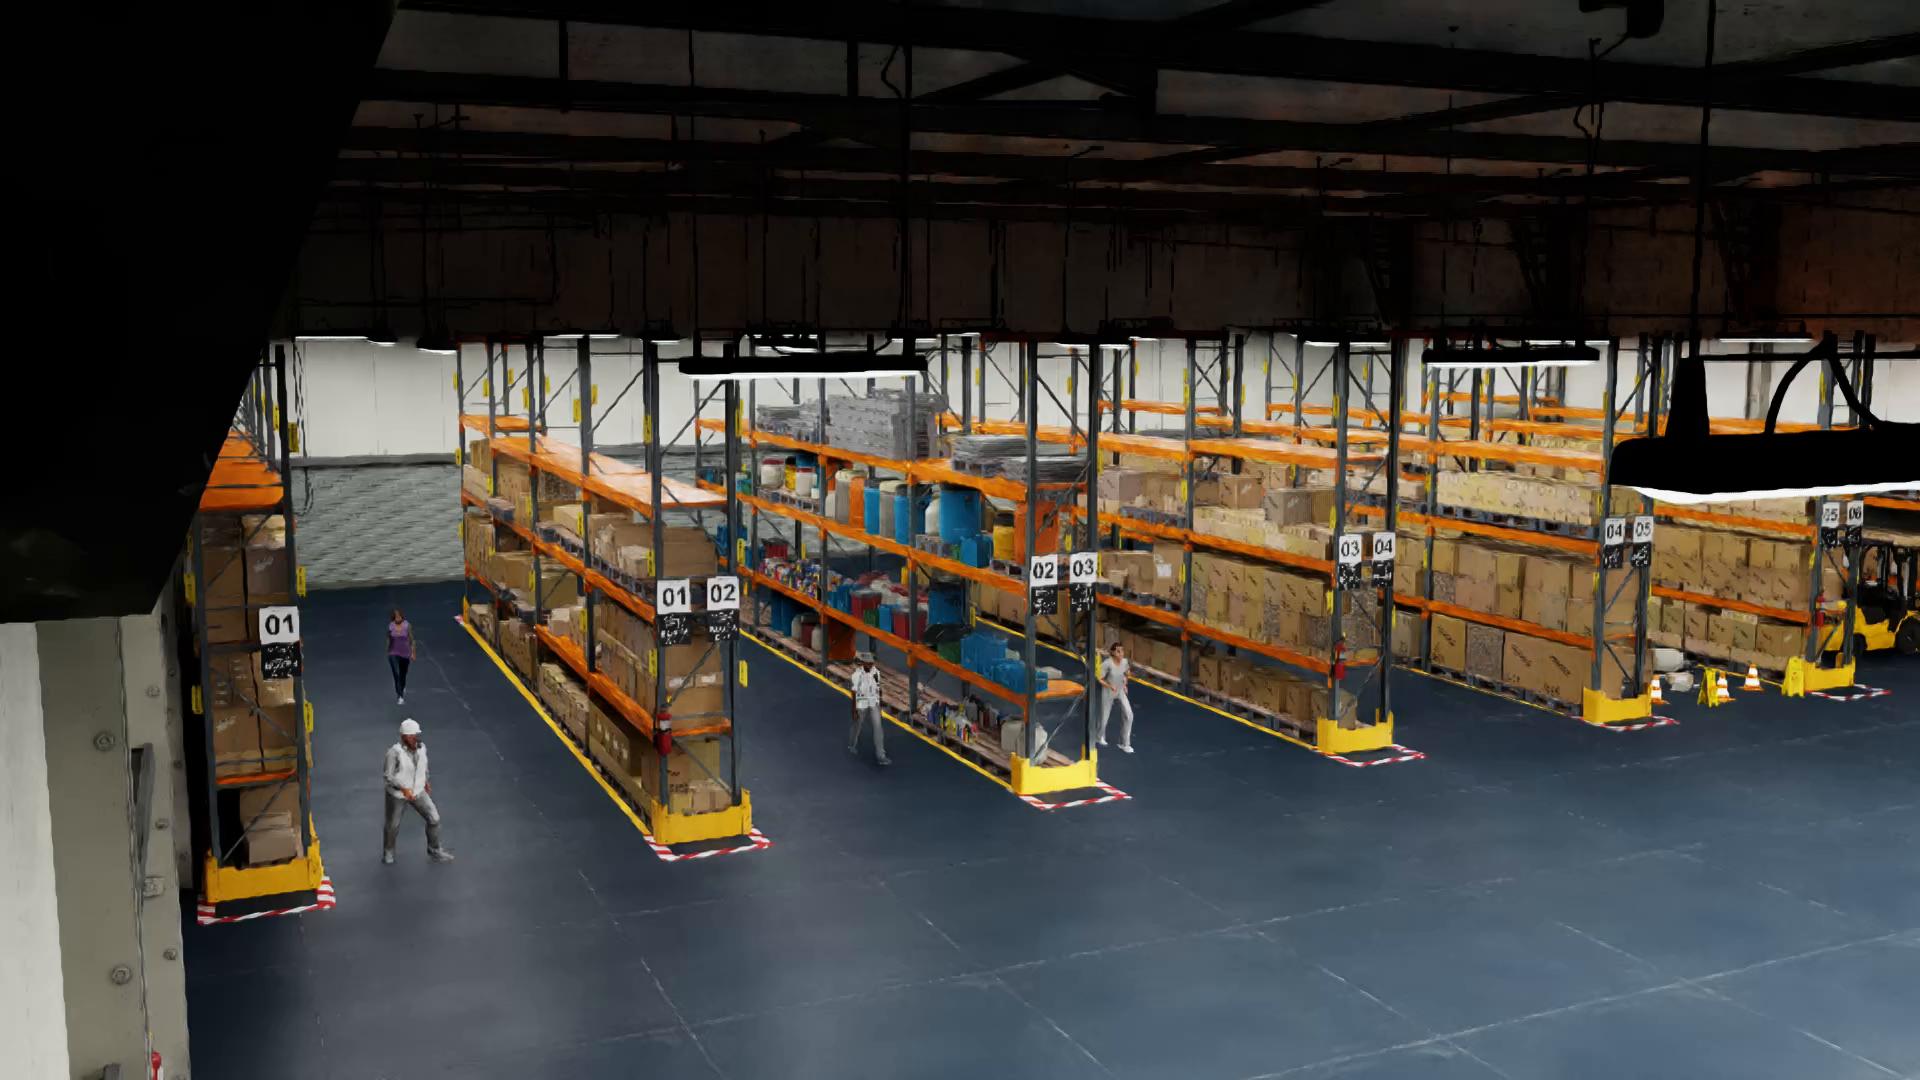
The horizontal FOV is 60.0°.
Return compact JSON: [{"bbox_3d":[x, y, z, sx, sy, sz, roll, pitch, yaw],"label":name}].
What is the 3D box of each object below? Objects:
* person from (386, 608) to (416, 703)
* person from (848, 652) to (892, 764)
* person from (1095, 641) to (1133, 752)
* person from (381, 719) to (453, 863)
[{"bbox_3d":[-9.220,1.871,27.435,0.432,1.539,0.947,-4,9,-25],"label":"person"},{"bbox_3d":[-1.336,2.347,23.664,0.456,1.589,1.088,-3,8,-22],"label":"person"},{"bbox_3d":[2.256,2.260,24.371,0.589,1.600,0.820,-3,8,-19],"label":"person"},{"bbox_3d":[-6.375,2.894,19.234,0.676,1.717,0.780,-8,11,-44],"label":"person"}]
